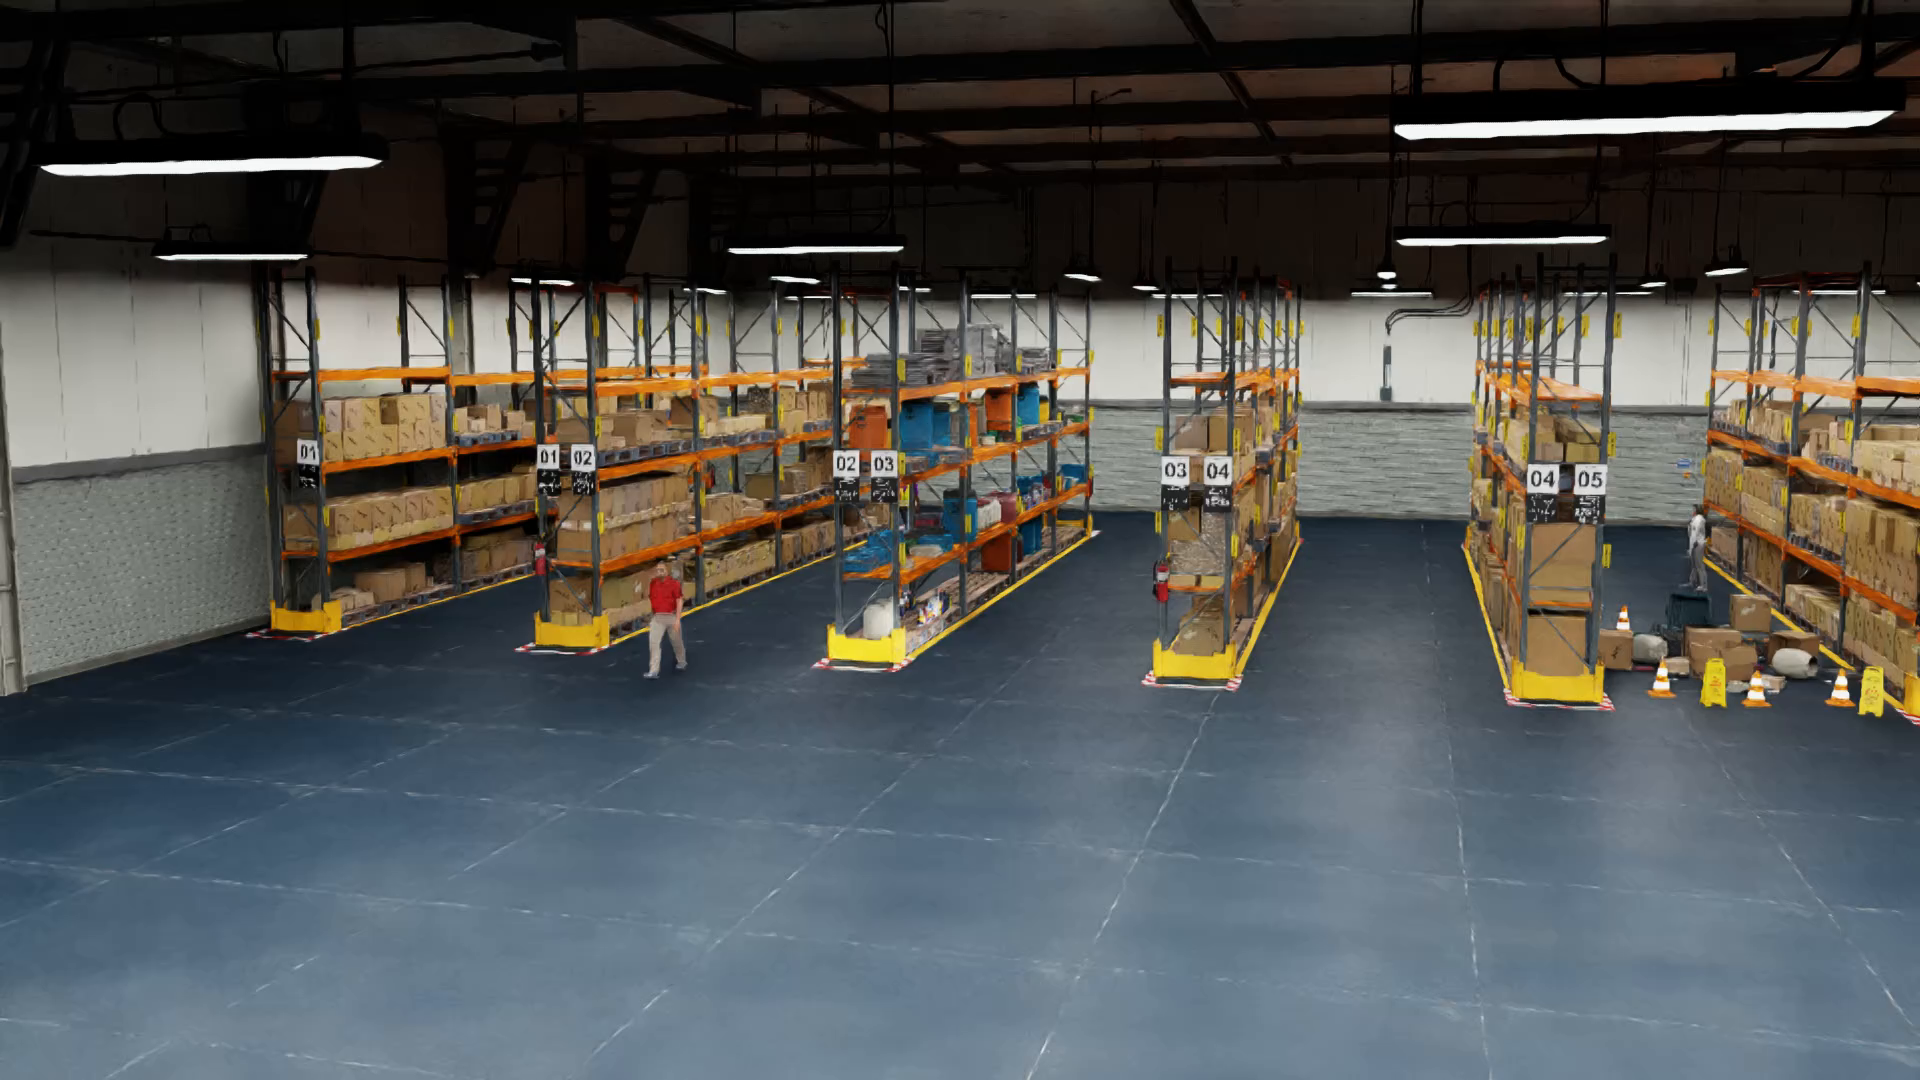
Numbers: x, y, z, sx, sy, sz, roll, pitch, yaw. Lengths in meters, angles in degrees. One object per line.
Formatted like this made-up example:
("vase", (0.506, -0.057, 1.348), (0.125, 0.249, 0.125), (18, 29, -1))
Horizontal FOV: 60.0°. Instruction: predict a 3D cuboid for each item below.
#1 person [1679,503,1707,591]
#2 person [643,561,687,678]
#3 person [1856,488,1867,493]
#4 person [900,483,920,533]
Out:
("person", (14.123, 0.123, 31.931), (0.557, 1.649, 0.591), (5, 9, 34))
("person", (-4.245, 1.128, 24.033), (0.554, 1.669, 1.031), (2, 7, 14))
("person", (21.413, -0.790, 39.541), (0.530, 1.586, 0.457), (-4, 8, -27))
("person", (-1.286, -0.824, 39.259), (0.577, 1.691, 1.121), (2, 8, 17))
